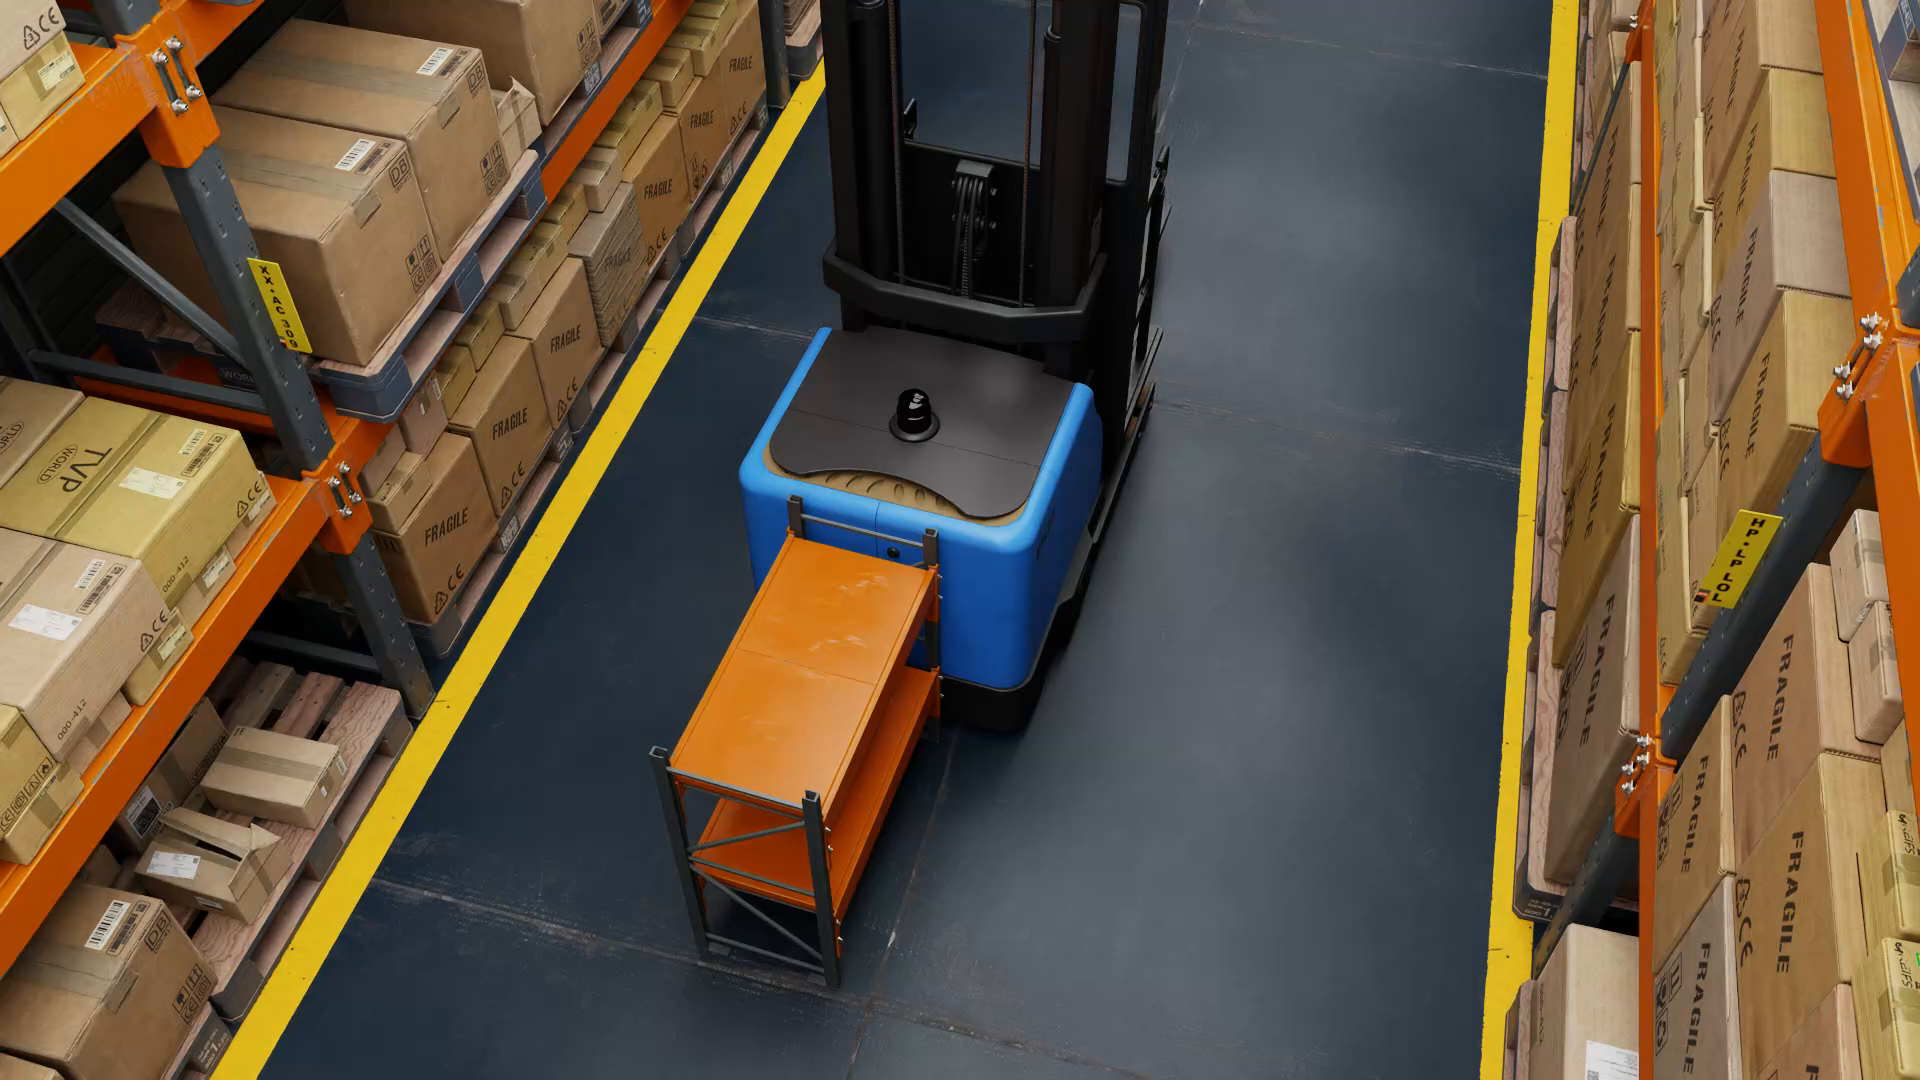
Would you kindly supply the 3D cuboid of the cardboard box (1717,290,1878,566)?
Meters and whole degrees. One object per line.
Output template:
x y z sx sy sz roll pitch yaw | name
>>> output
2.229 -0.230 4.138 0.500 0.500 0.500 13 50 11 | cardboard box

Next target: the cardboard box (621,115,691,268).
-1.565 -1.588 7.457 0.500 0.500 0.500 14 50 12 | cardboard box

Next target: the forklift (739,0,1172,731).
0.195 -1.417 5.964 1.130 2.935 3.031 14 50 12 | forklift

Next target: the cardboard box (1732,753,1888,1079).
1.855 0.803 3.226 0.500 0.500 0.500 11 49 10 | cardboard box

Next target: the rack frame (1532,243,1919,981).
2.353 0.506 4.221 1.000 3.000 0.127 12 50 10 | rack frame

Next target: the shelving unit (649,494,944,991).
-0.467 0.656 5.340 0.538 1.125 1.048 14 50 12 | shelving unit

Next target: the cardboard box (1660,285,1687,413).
2.514 -0.548 5.252 0.500 0.250 0.500 10 49 9 | cardboard box

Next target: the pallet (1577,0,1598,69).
3.936 -2.909 9.095 1.003 0.211 1.213 12 50 10 | pallet

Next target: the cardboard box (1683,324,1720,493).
2.359 -0.339 4.734 0.500 0.250 0.500 13 50 11 | cardboard box

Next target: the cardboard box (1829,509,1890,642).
2.020 0.105 3.410 0.380 0.149 0.250 11 49 9 | cardboard box

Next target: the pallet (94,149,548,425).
-2.121 -0.964 5.647 1.003 0.211 1.213 12 50 10 | pallet

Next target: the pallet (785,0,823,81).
-1.129 -3.029 9.201 1.003 0.211 1.213 12 50 10 | pallet

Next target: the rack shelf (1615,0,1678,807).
2.880 -0.702 5.768 1.077 0.370 4.000 12 50 10 | rack shelf

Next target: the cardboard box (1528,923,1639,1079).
2.084 1.648 4.642 0.875 0.438 0.875 11 49 9 | cardboard box

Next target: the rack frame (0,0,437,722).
-2.436 -0.471 5.084 1.000 3.000 0.127 12 50 10 | rack frame

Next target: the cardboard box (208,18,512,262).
-1.957 -1.323 5.489 0.700 0.500 0.500 12 50 10 | cardboard box

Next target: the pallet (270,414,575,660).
-2.259 -0.144 6.655 1.003 0.211 1.213 12 50 10 | pallet

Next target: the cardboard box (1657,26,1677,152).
2.916 -1.658 6.232 0.500 0.250 0.500 10 49 9 | cardboard box

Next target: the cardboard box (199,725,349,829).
-2.300 0.795 5.588 0.380 0.149 0.250 10 49 9 | cardboard box

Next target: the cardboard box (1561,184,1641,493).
2.905 -0.695 6.419 0.875 0.875 0.875 12 50 10 | cardboard box

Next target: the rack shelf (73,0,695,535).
-1.910 -1.679 6.630 1.077 0.370 4.000 12 50 10 | rack shelf

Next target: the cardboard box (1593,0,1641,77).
3.751 -2.599 8.434 0.950 0.372 0.625 11 49 9 | cardboard box

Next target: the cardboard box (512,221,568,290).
-1.802 -1.161 6.647 0.380 0.149 0.250 13 50 11 | cardboard box

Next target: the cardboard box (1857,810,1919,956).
1.817 0.654 2.925 0.380 0.149 0.250 11 50 10 | cardboard box

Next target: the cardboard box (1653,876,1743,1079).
1.841 1.124 3.609 0.500 0.500 0.500 12 50 10 | cardboard box

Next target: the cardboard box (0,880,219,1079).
-2.701 1.326 4.885 0.700 0.500 0.500 10 49 9 | cardboard box

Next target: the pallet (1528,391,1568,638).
2.803 -0.029 6.554 1.003 0.211 1.213 12 50 10 | pallet

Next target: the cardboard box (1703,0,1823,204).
2.632 -1.346 5.123 0.500 0.500 0.500 12 50 11 | cardboard box

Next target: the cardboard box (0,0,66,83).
-2.322 -1.114 3.552 0.500 0.250 0.500 12 50 10 | cardboard box

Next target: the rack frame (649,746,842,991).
-0.626 1.018 5.020 0.500 1.125 0.032 14 50 12 | rack frame

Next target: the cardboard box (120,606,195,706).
-2.369 0.278 4.590 0.380 0.149 0.250 13 50 11 | cardboard box

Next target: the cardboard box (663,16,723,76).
-1.311 -2.280 7.635 0.380 0.149 0.250 9 49 8 | cardboard box

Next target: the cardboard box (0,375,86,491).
-2.827 -0.214 4.759 0.500 0.250 0.500 11 50 10 | cardboard box

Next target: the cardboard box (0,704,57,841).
-2.597 0.620 4.022 0.500 0.250 0.500 11 50 10 | cardboard box

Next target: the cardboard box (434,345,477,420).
-2.031 -0.608 6.159 0.380 0.149 0.250 9 49 8 | cardboard box

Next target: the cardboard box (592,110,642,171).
-1.602 -1.735 7.154 0.380 0.149 0.250 11 49 9 | cardboard box

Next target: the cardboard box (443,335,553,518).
-1.961 -0.475 6.475 0.500 0.500 0.500 11 49 10 | cardboard box

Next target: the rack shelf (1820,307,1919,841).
1.827 1.198 2.090 1.077 0.370 4.000 12 50 10 | rack shelf

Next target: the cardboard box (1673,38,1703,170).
2.754 -1.453 5.718 0.500 0.250 0.500 11 50 10 | cardboard box

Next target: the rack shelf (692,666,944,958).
-0.467 0.817 5.523 0.538 0.278 1.000 14 50 12 | rack shelf

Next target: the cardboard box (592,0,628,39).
-1.635 -2.320 6.367 0.797 0.503 0.637 11 49 9 | cardboard box

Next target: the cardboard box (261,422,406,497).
-2.144 -0.314 5.702 0.380 0.149 0.250 11 49 9 | cardboard box

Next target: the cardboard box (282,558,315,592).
-2.593 -0.196 6.228 0.500 0.500 0.500 11 50 10 | cardboard box
